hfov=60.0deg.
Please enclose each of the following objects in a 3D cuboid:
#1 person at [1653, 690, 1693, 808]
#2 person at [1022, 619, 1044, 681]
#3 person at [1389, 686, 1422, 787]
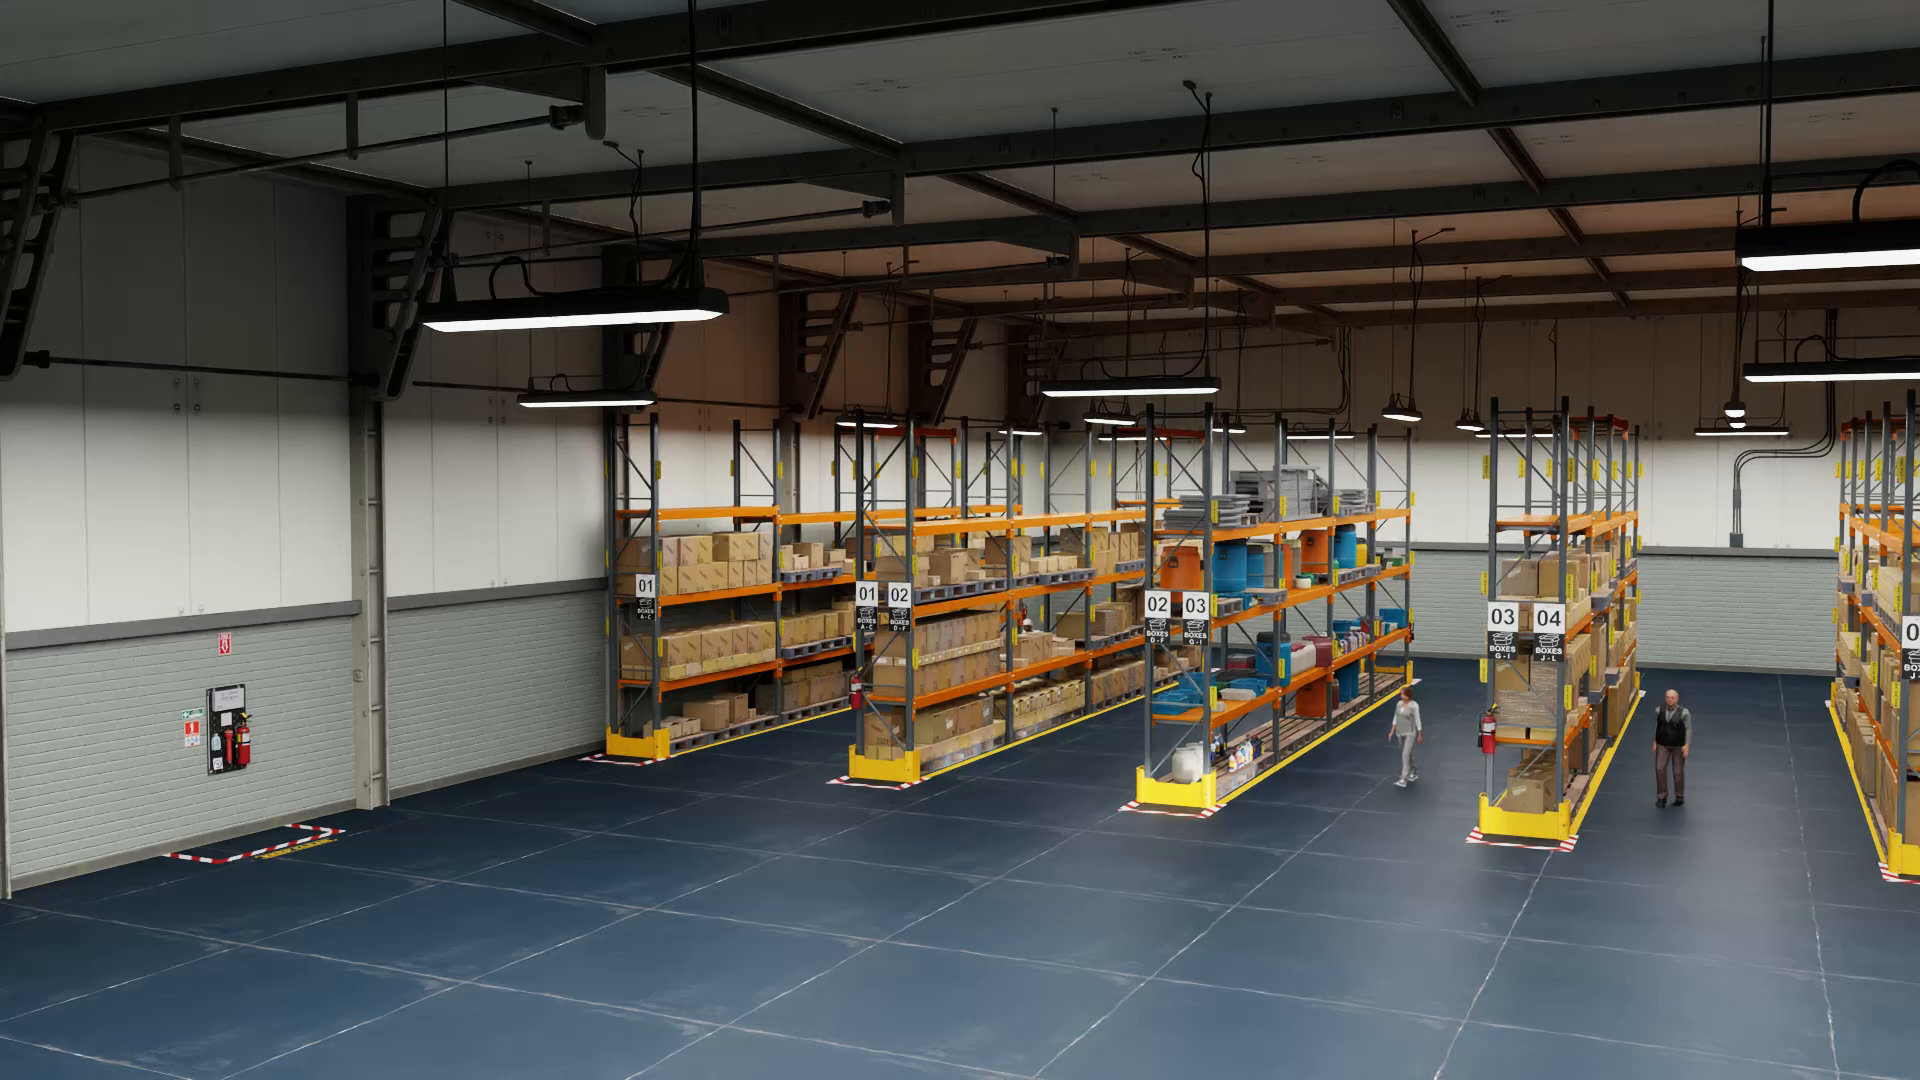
[{"bbox_3d":[10.617,3.107,24.818,0.591,1.748,0.632,2,3,41],"label":"person"},{"bbox_3d":[1.634,2.600,37.087,0.607,1.694,0.798,2,3,39],"label":"person"},{"bbox_3d":[7.092,3.110,26.426,0.805,1.556,0.438,-2,3,-32],"label":"person"}]
